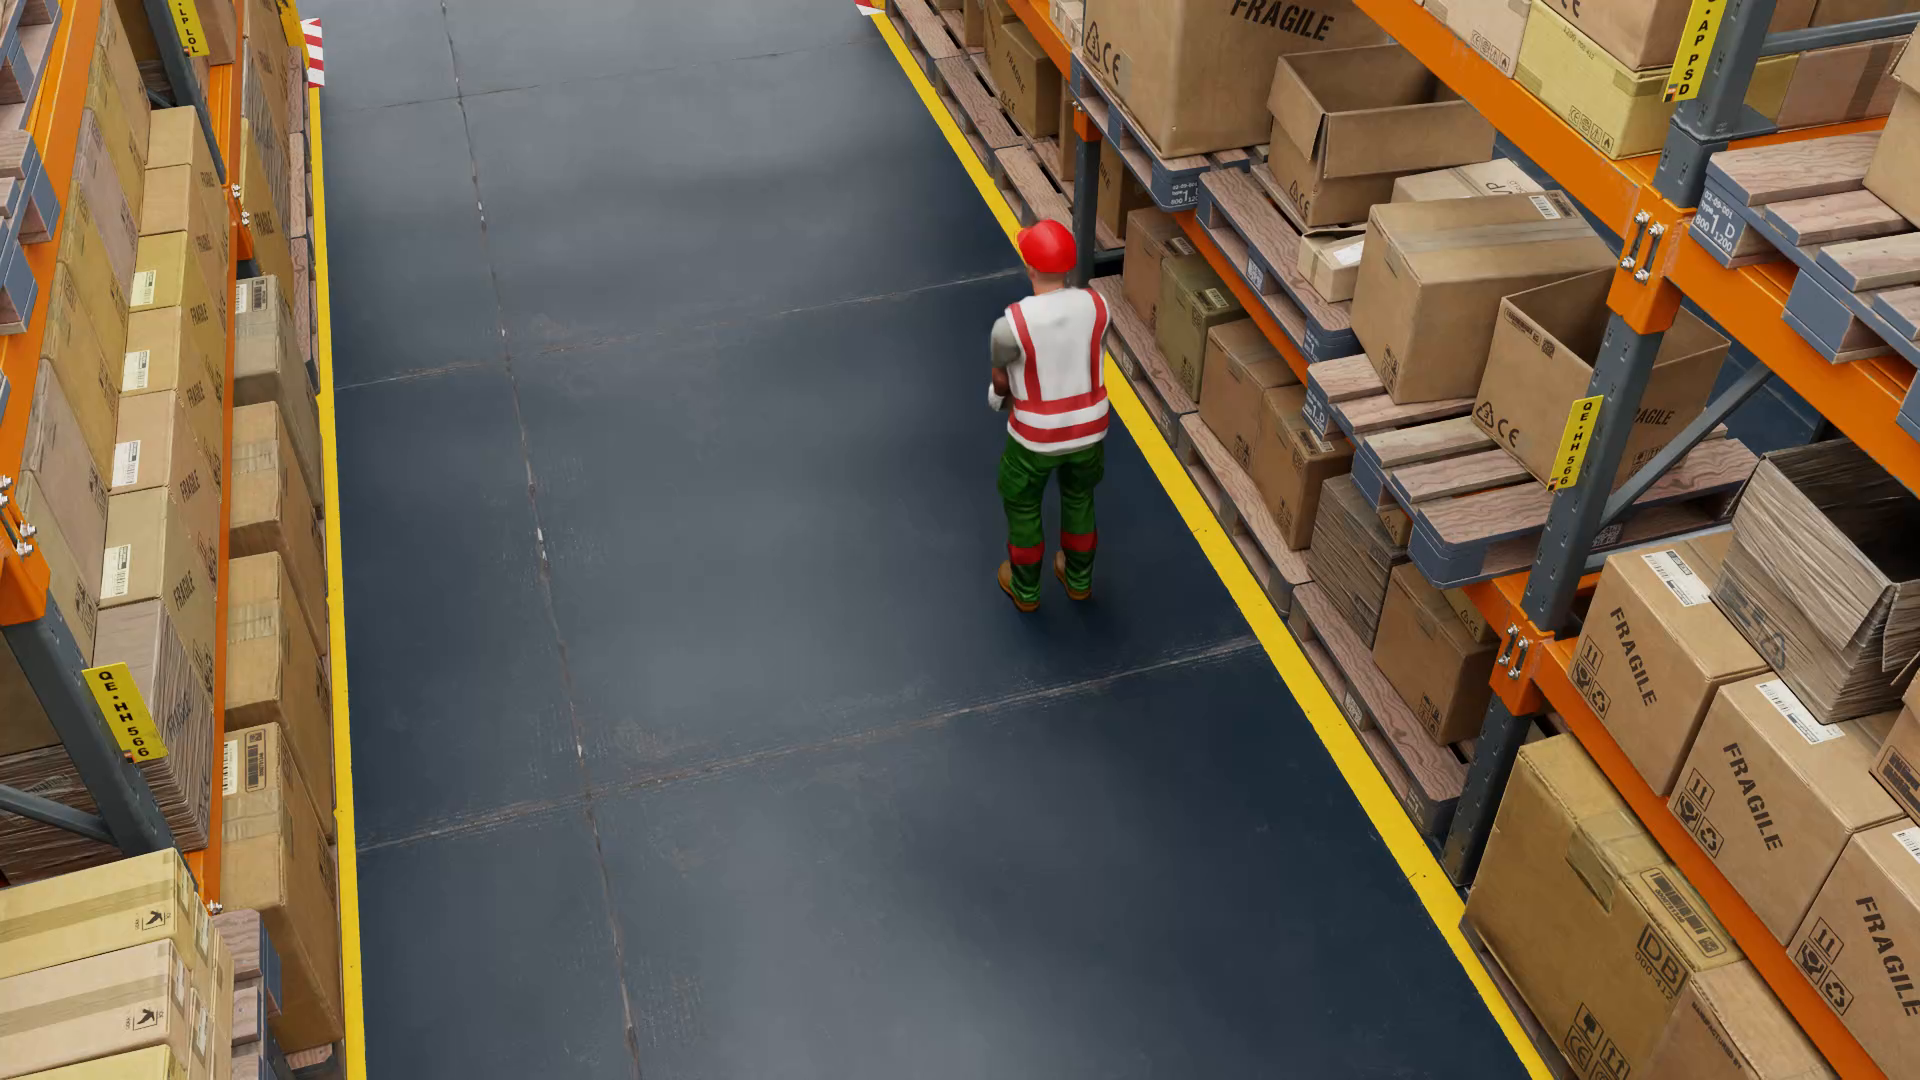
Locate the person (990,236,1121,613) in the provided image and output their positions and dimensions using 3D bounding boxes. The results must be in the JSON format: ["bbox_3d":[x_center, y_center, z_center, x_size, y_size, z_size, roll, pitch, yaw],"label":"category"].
[{"bbox_3d":[0.339,-0.507,6.709,0.495,1.786,0.549,-12,43,-13],"label":"person"}]
